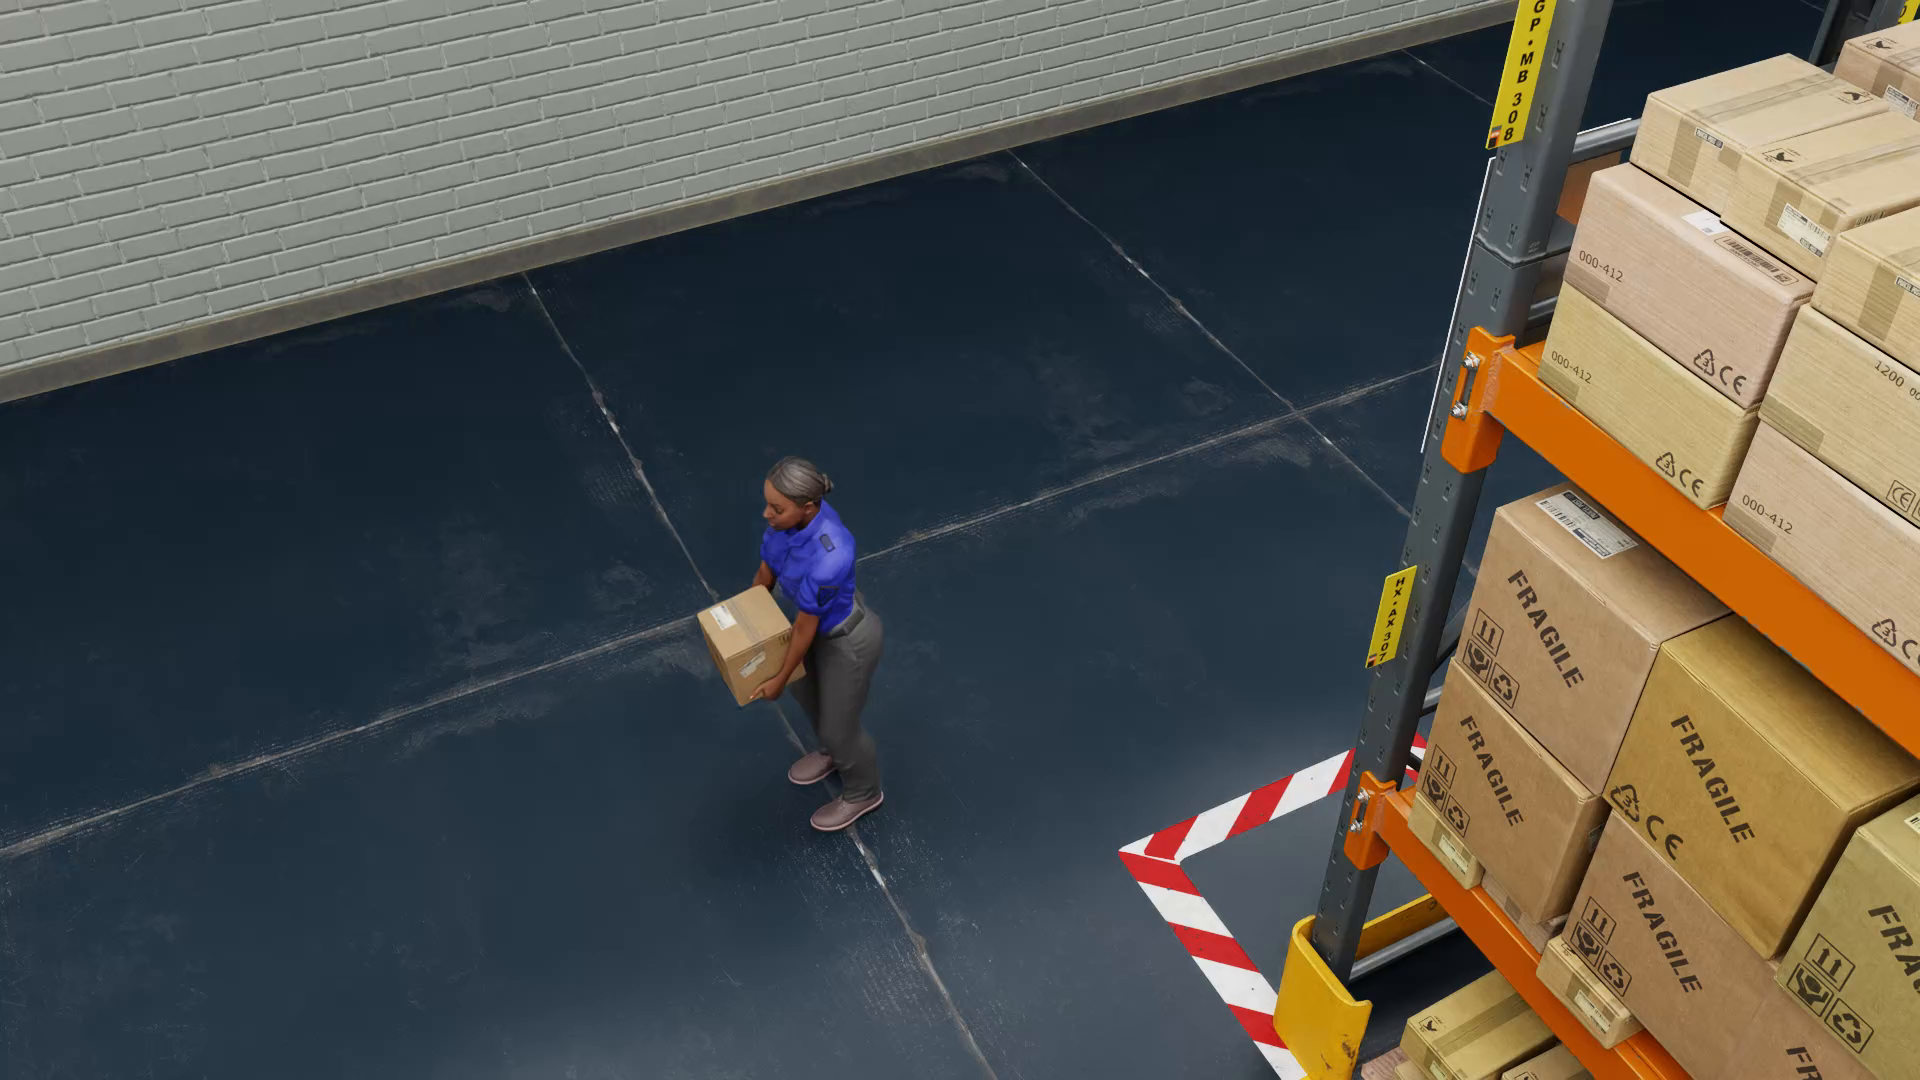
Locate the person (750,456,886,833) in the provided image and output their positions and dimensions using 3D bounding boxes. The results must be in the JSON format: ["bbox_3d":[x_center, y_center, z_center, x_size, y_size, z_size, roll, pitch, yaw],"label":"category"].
[{"bbox_3d":[-0.532,0.367,5.764,0.529,1.647,0.412,-20,45,-21],"label":"person"}]
